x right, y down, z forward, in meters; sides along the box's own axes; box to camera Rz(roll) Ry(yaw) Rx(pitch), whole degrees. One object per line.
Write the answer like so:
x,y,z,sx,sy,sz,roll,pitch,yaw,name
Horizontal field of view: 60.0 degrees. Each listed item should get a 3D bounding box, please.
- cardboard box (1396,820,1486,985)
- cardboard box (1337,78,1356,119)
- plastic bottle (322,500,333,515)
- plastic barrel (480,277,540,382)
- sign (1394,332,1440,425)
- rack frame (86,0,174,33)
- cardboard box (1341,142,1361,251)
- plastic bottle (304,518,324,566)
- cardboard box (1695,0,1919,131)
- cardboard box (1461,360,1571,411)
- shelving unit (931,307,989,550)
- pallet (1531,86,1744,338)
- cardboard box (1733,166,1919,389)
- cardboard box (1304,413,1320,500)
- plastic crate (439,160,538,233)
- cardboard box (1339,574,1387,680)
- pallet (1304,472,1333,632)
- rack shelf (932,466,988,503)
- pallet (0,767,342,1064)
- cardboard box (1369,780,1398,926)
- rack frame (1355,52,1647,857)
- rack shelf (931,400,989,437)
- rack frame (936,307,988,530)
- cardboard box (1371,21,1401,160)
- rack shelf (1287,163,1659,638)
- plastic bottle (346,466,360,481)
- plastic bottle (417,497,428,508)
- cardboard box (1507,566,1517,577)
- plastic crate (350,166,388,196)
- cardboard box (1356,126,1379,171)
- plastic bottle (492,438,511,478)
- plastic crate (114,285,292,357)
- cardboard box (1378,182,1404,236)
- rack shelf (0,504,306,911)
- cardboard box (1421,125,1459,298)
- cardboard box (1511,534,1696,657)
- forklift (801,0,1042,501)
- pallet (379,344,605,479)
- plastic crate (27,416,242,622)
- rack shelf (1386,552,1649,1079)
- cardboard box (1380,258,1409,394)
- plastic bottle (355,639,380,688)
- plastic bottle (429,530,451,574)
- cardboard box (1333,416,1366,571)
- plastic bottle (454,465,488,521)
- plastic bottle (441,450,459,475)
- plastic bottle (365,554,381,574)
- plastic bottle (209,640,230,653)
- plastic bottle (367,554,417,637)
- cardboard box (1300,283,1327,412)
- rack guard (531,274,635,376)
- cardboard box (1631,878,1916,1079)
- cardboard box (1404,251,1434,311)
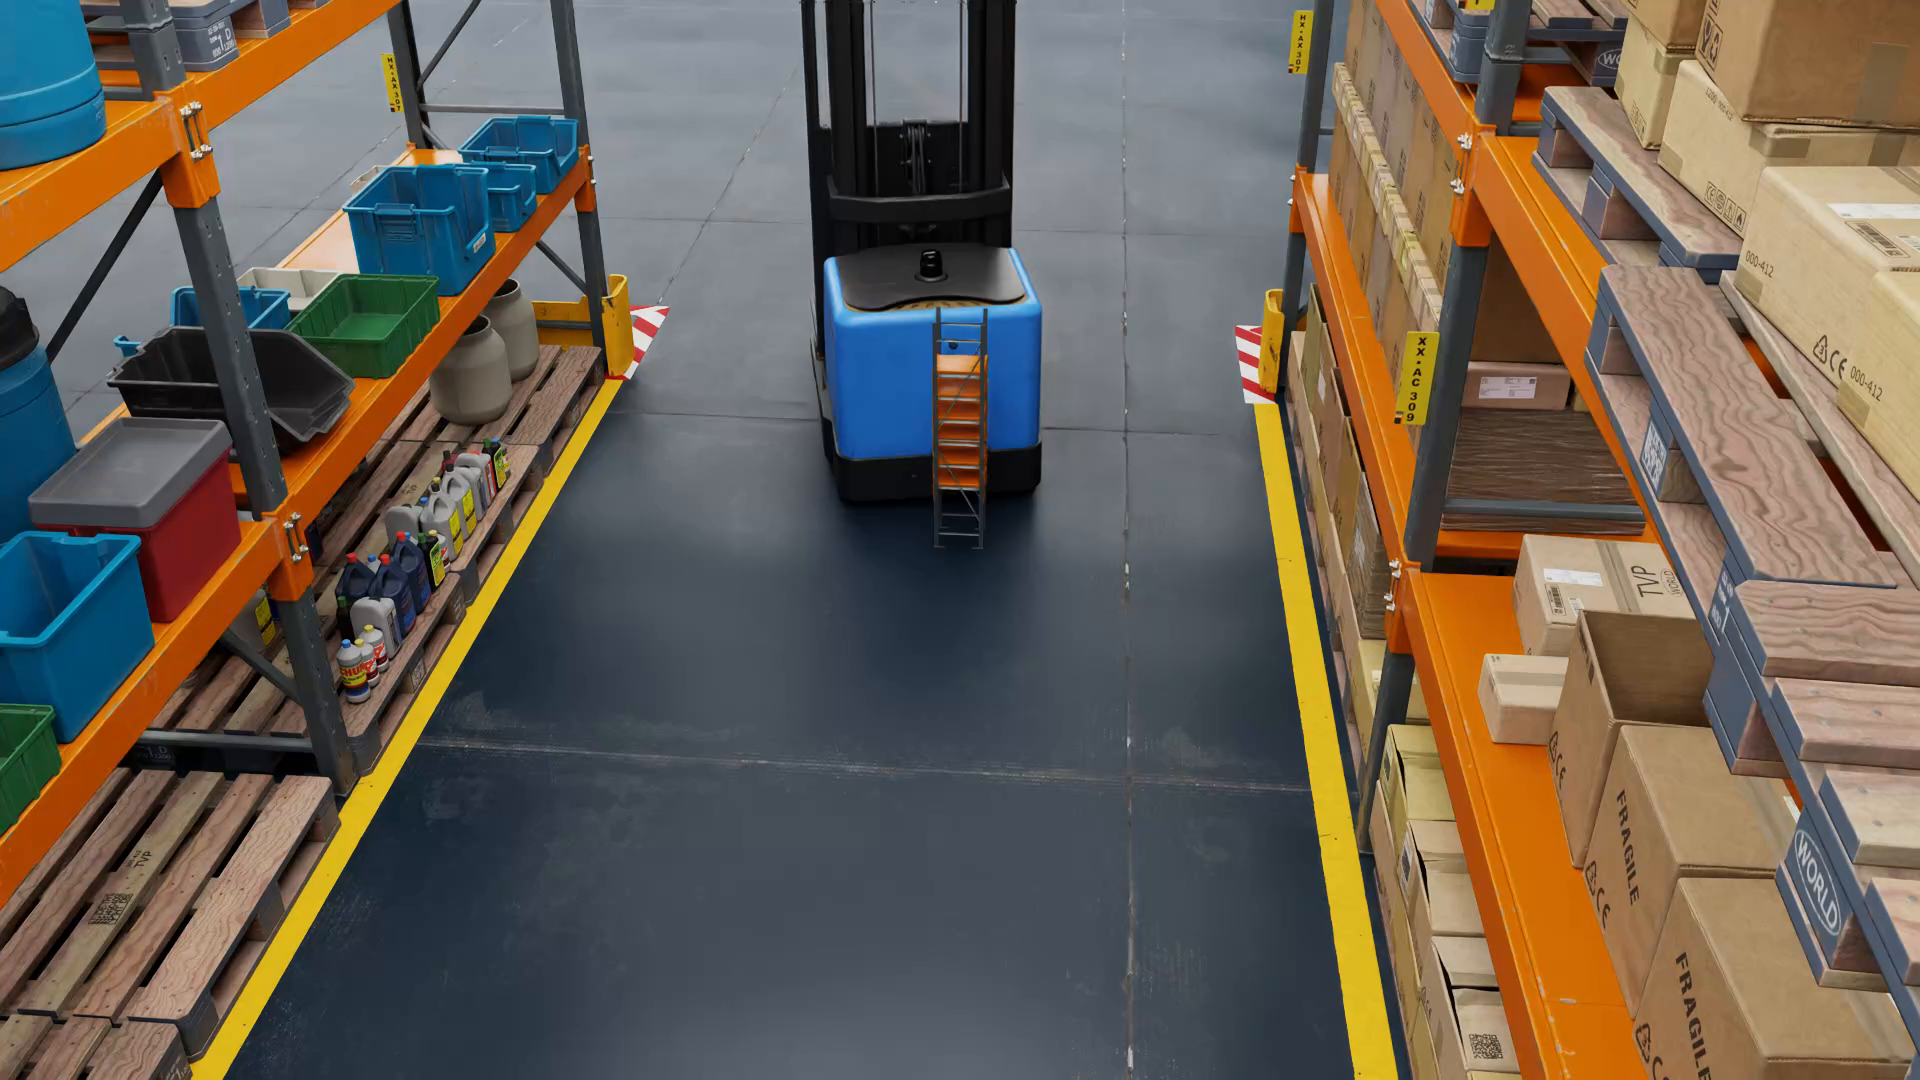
1.688,1.129,5.245,0.500,0.311,0.500,2,32,3,cardboard box
2.076,-2.167,8.194,0.380,0.149,0.250,2,32,3,cardboard box
-3.090,-0.256,7.987,0.097,0.271,0.097,0,32,0,plastic bottle
-2.573,-1.169,9.258,0.421,0.512,0.421,0,32,0,plastic barrel
1.462,-0.516,5.328,0.100,0.325,0.005,2,32,4,sign
-2.921,-2.859,4.311,1.000,3.000,0.127,2,32,4,rack frame
2.252,-1.707,8.065,0.700,0.500,0.500,3,32,5,cardboard box
-2.991,-0.034,7.617,0.061,0.283,0.133,2,32,4,plastic bottle
1.903,-1.183,3.479,0.500,0.500,0.500,5,32,9,cardboard box
1.824,-0.561,5.588,0.380,0.149,0.250,2,32,4,cardboard box
0.001,-0.518,7.947,0.258,1.200,0.189,2,32,4,shelving unit
1.957,-0.825,4.053,0.805,0.209,1.217,1,32,2,pallet
1.799,-0.486,3.063,0.500,0.250,0.500,0,32,0,cardboard box
1.998,-0.397,8.256,0.500,0.250,0.500,2,32,4,cardboard box
-2.397,-1.719,8.322,0.499,0.251,0.408,2,32,4,plastic crate
1.886,0.388,6.982,0.500,0.250,0.500,2,32,4,cardboard box
2.219,0.042,7.980,1.003,0.211,1.213,2,32,4,pallet
0.001,-0.276,8.097,0.258,0.103,0.180,2,32,4,rack shelf
-2.946,1.295,5.948,1.003,0.211,1.213,2,32,4,pallet
1.736,1.101,5.825,0.500,0.250,0.500,2,32,3,cardboard box
2.015,-0.091,5.539,1.000,3.000,0.127,2,32,4,rack frame
0.001,-0.583,7.908,0.258,0.103,0.180,2,32,4,rack shelf
0.009,-0.566,8.025,0.240,1.200,0.006,2,32,4,rack frame
2.208,-1.968,7.252,0.700,0.500,0.500,3,32,4,cardboard box
2.178,-0.831,7.425,1.077,0.370,4.000,2,32,4,rack shelf
-3.062,-0.403,8.293,0.097,0.201,0.097,0,32,0,plastic bottle
-2.501,-0.106,7.810,0.097,0.201,0.097,0,32,0,plastic bottle
2.365,0.352,6.325,0.500,0.500,0.500,2,32,4,cardboard box
-2.989,-1.830,8.612,0.298,0.136,0.250,2,32,4,plastic crate
2.012,-1.766,7.542,0.380,0.149,0.250,1,32,2,cardboard box
-2.308,-0.413,8.309,0.097,0.201,0.097,0,32,0,plastic bottle
-3.102,-0.832,6.882,0.499,0.251,0.616,2,32,4,plastic crate
1.948,-1.364,6.891,0.380,0.149,0.250,3,32,6,cardboard box
-3.084,1.047,4.377,1.077,0.370,4.000,2,32,4,rack shelf
2.085,-1.183,5.978,0.700,0.500,0.500,2,32,4,cardboard box
2.019,0.232,5.157,0.500,0.250,0.500,4,32,7,cardboard box
-0.295,-2.200,9.026,1.130,2.935,3.031,-4,32,-7,forklift
-2.626,-0.743,9.254,1.003,0.211,1.213,2,32,4,pallet
-2.656,-0.066,5.437,0.402,0.464,0.583,2,32,4,plastic crate
1.853,1.261,4.031,1.077,0.370,4.000,2,32,4,rack shelf
2.127,-0.904,6.763,0.700,0.500,0.500,3,32,5,cardboard box
-2.450,0.498,6.830,0.097,0.201,0.097,0,32,0,plastic bottle
-2.380,0.049,7.559,0.097,0.201,0.097,0,32,0,plastic bottle
1.925,-0.193,7.210,0.500,0.500,0.500,2,32,4,cardboard box
-2.367,-0.242,7.960,0.152,0.276,0.135,2,32,3,plastic bottle
-2.462,-0.322,8.083,0.061,0.283,0.133,2,32,4,plastic bottle
-2.550,0.184,7.273,0.097,0.271,0.097,0,32,0,plastic bottle
-3.156,0.287,7.031,0.144,0.351,0.185,2,32,3,plastic bottle
-2.442,0.231,7.121,0.144,0.351,0.185,3,32,5,plastic bottle
2.037,-0.978,8.483,0.500,0.500,0.500,2,32,4,cardboard box
-2.555,-1.290,9.867,1.175,0.500,0.348,2,32,4,rack guard
1.810,1.080,3.543,0.500,0.500,0.500,1,32,1,cardboard box
1.885,-0.965,6.243,0.380,0.149,0.250,2,32,4,cardboard box
